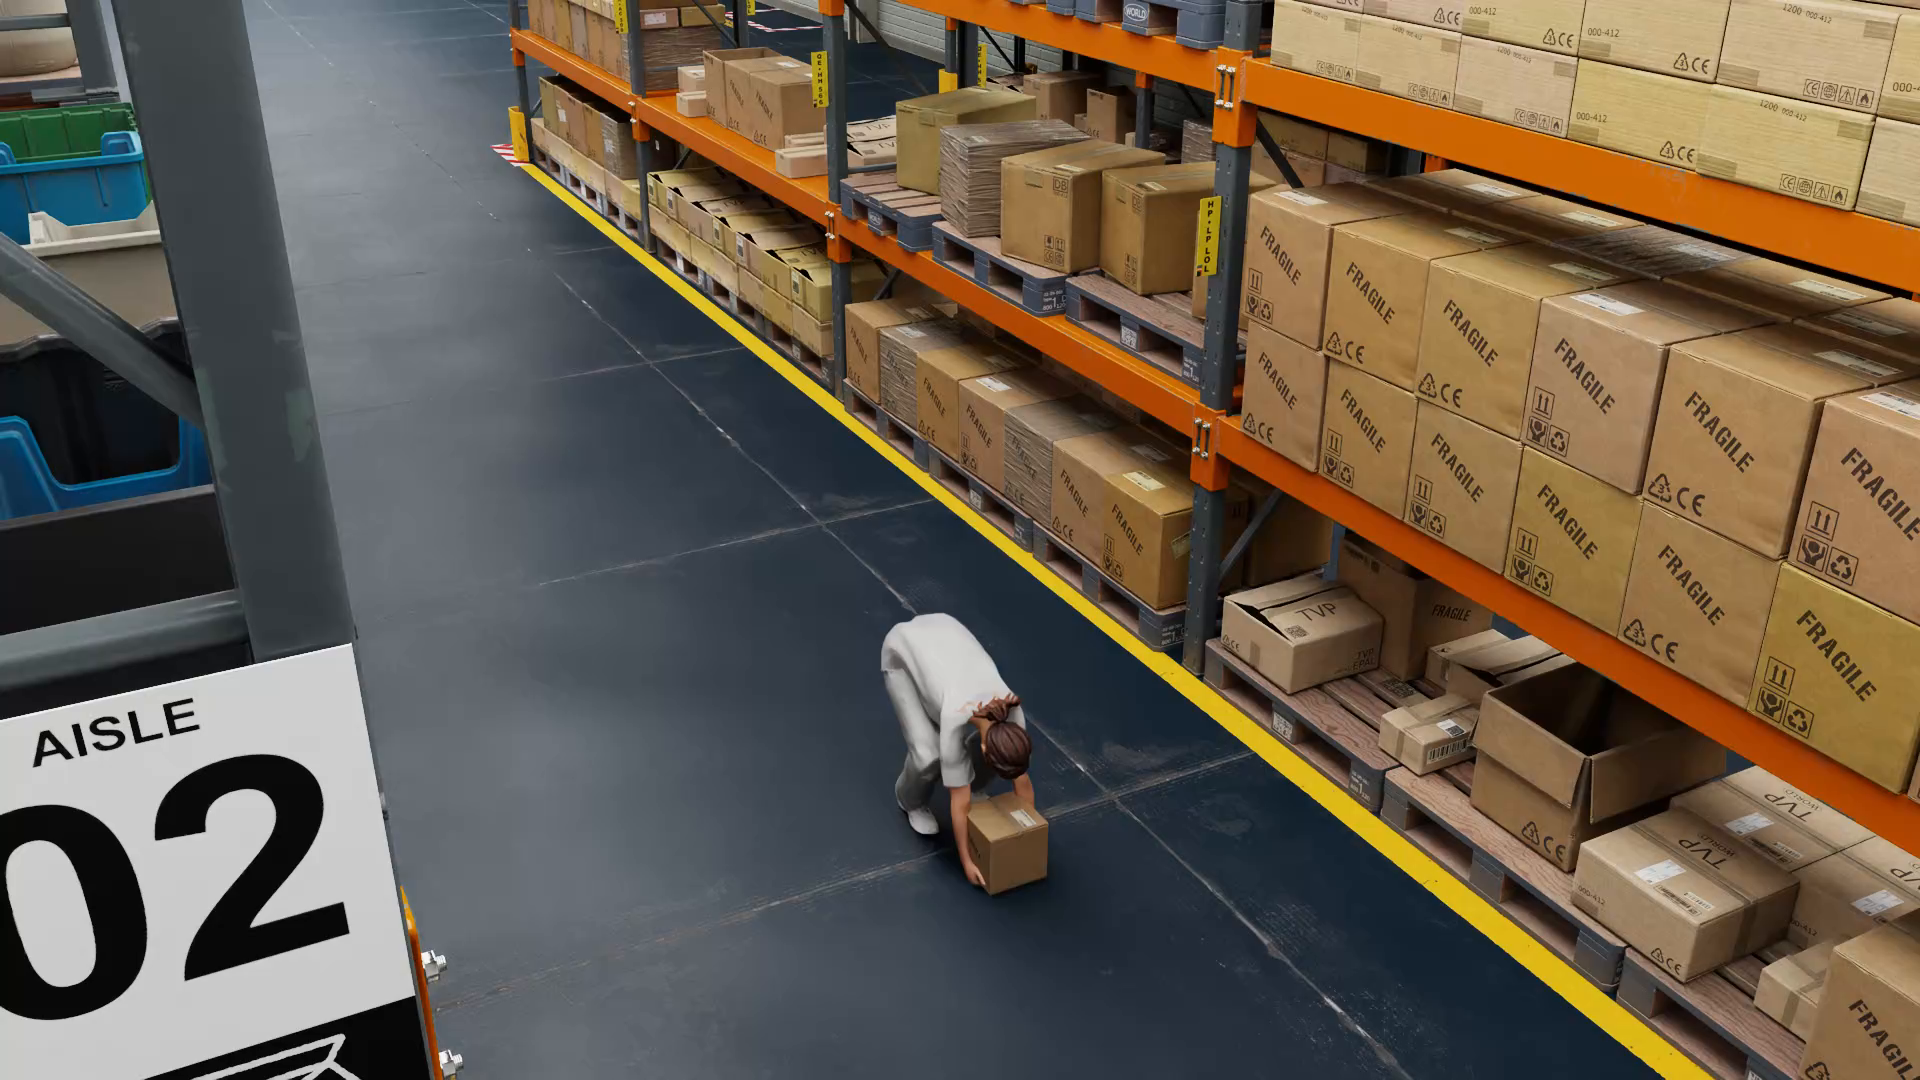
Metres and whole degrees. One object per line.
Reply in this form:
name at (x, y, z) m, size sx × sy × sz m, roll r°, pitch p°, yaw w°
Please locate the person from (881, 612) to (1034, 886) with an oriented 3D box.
person at (0.015, 0.780, 6.456) m, size 0.478 × 0.844 × 0.854 m, roll -14°, pitch 29°, yaw -27°
